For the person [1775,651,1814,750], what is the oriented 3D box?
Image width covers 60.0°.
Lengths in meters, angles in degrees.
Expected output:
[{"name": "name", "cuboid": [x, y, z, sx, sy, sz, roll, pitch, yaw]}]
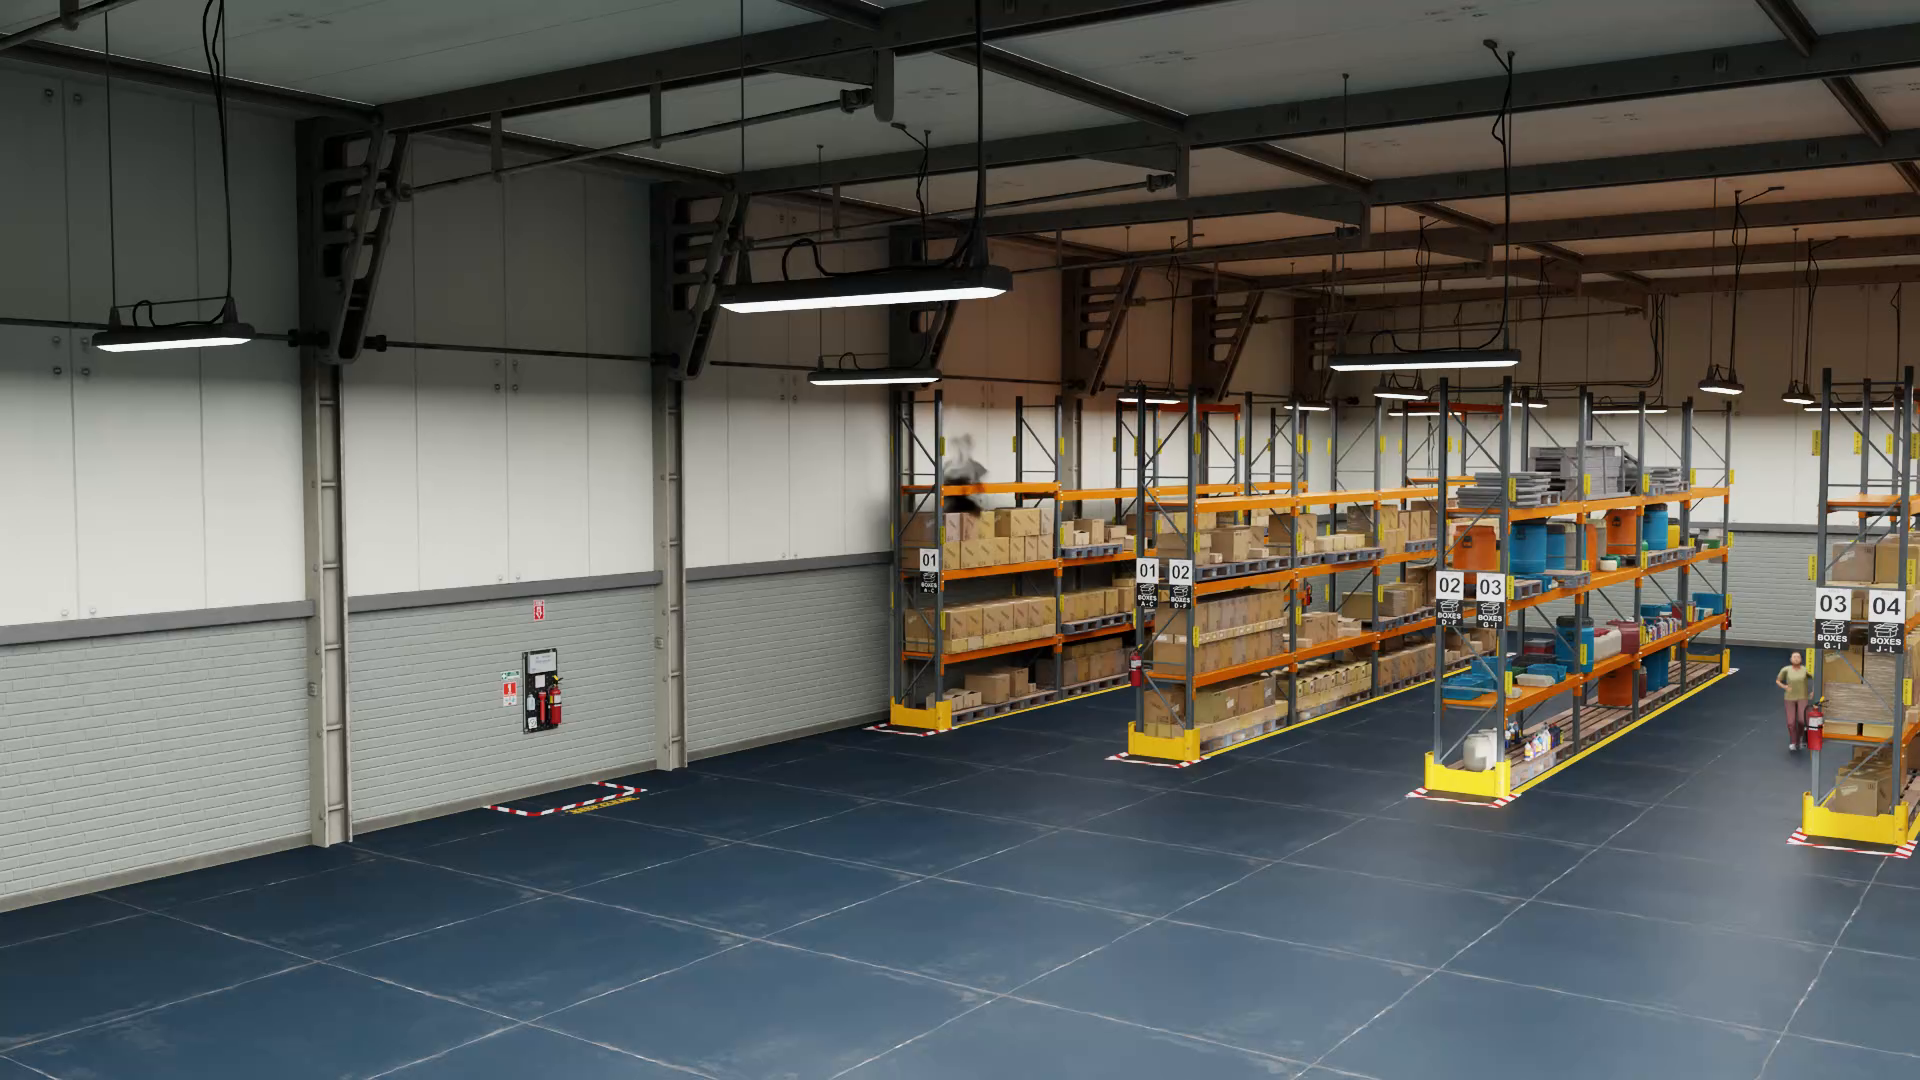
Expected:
[{"name": "person", "cuboid": [13.715, 2.634, 27.275, 0.630, 1.641, 0.551, 2, 4, 28]}]
